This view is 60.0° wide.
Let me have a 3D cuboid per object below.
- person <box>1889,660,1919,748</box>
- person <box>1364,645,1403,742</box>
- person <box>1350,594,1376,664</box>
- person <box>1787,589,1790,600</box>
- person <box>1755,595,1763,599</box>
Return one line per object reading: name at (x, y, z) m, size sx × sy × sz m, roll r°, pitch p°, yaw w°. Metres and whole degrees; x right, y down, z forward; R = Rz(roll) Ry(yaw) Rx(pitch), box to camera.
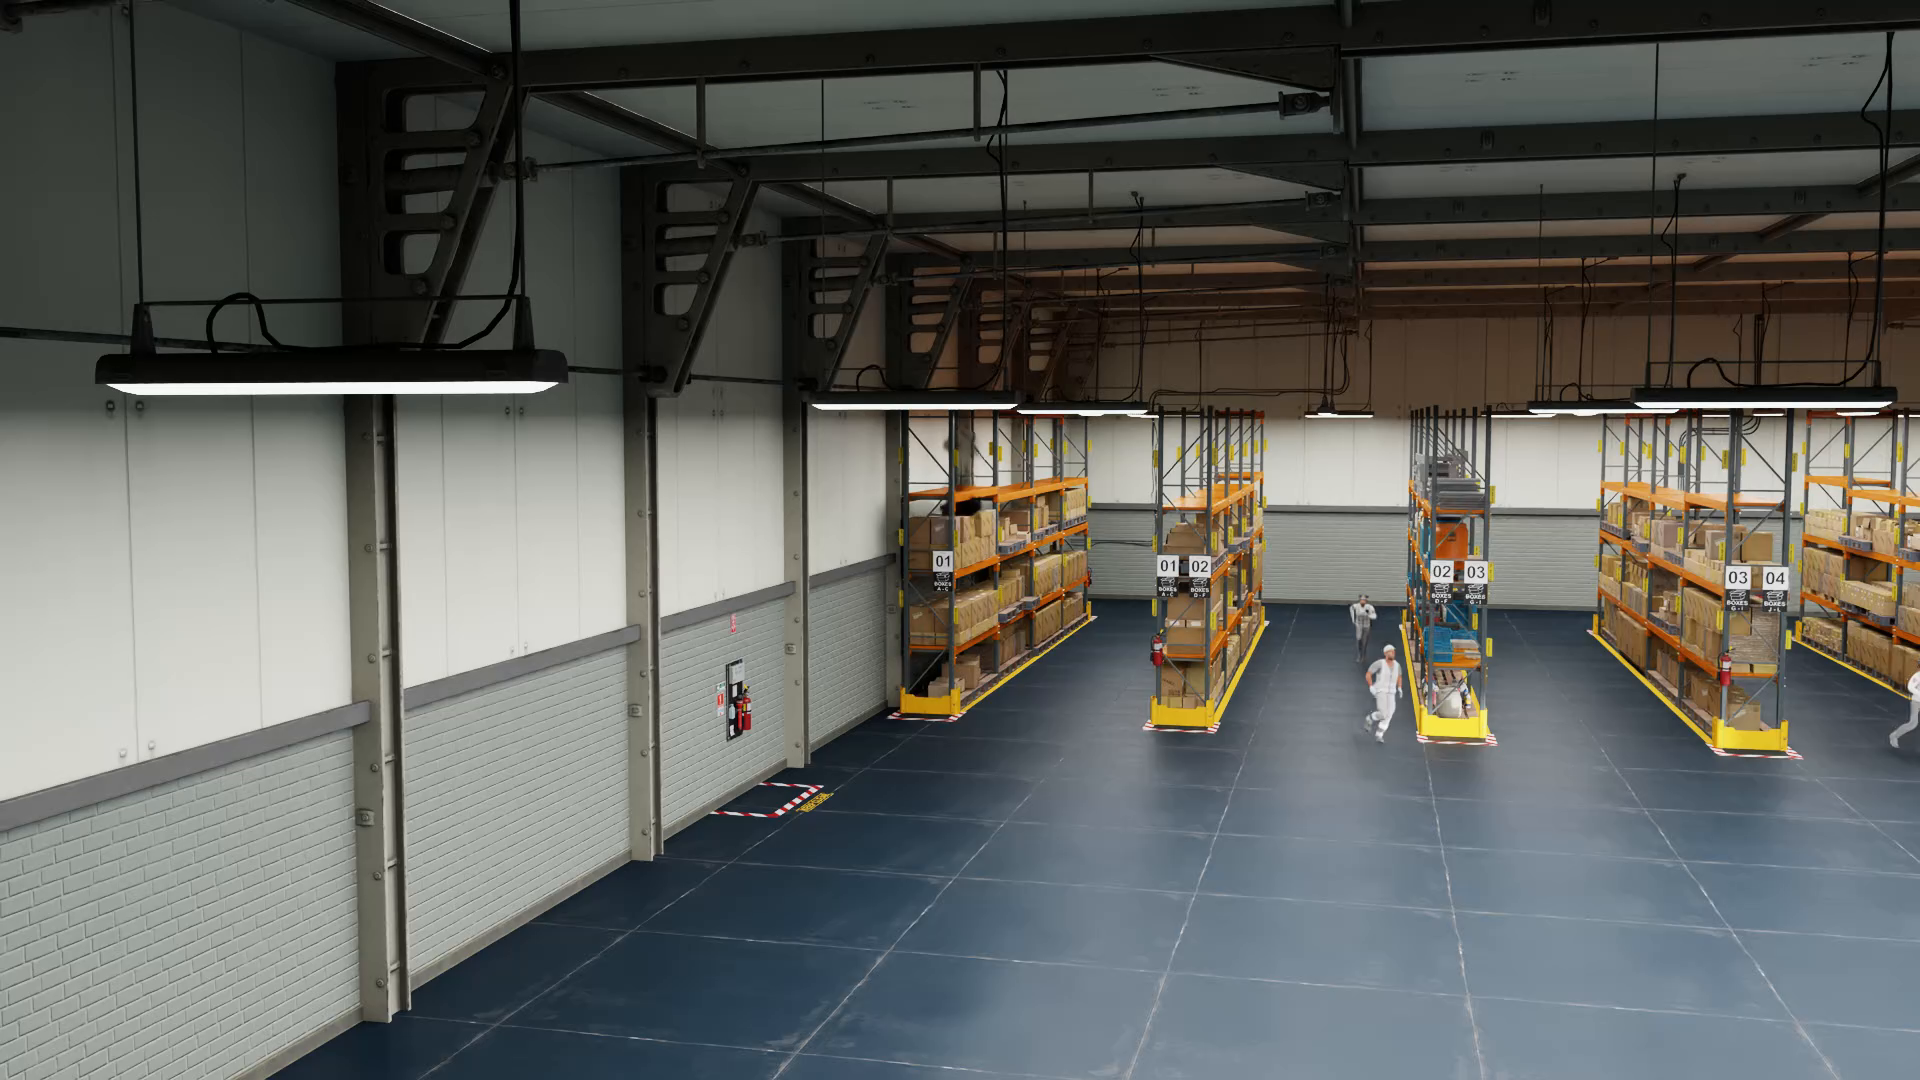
person at (16.595, 2.827, 28.610) m, size 0.676 × 1.661 × 0.924 m, roll -1°, pitch 4°, yaw -18°
person at (7.633, 2.731, 29.767) m, size 0.698 × 1.711 × 0.605 m, roll -1°, pitch 4°, yaw -18°
person at (9.528, 2.078, 39.325) m, size 0.603 × 1.654 × 0.888 m, roll 1°, pitch 4°, yaw 12°
person at (21.651, 1.679, 44.145) m, size 0.622 × 1.661 × 0.727 m, roll -1°, pitch 4°, yaw -15°
person at (21.176, 1.731, 43.990) m, size 0.682 × 1.702 × 0.599 m, roll 4°, pitch 6°, yaw 42°
